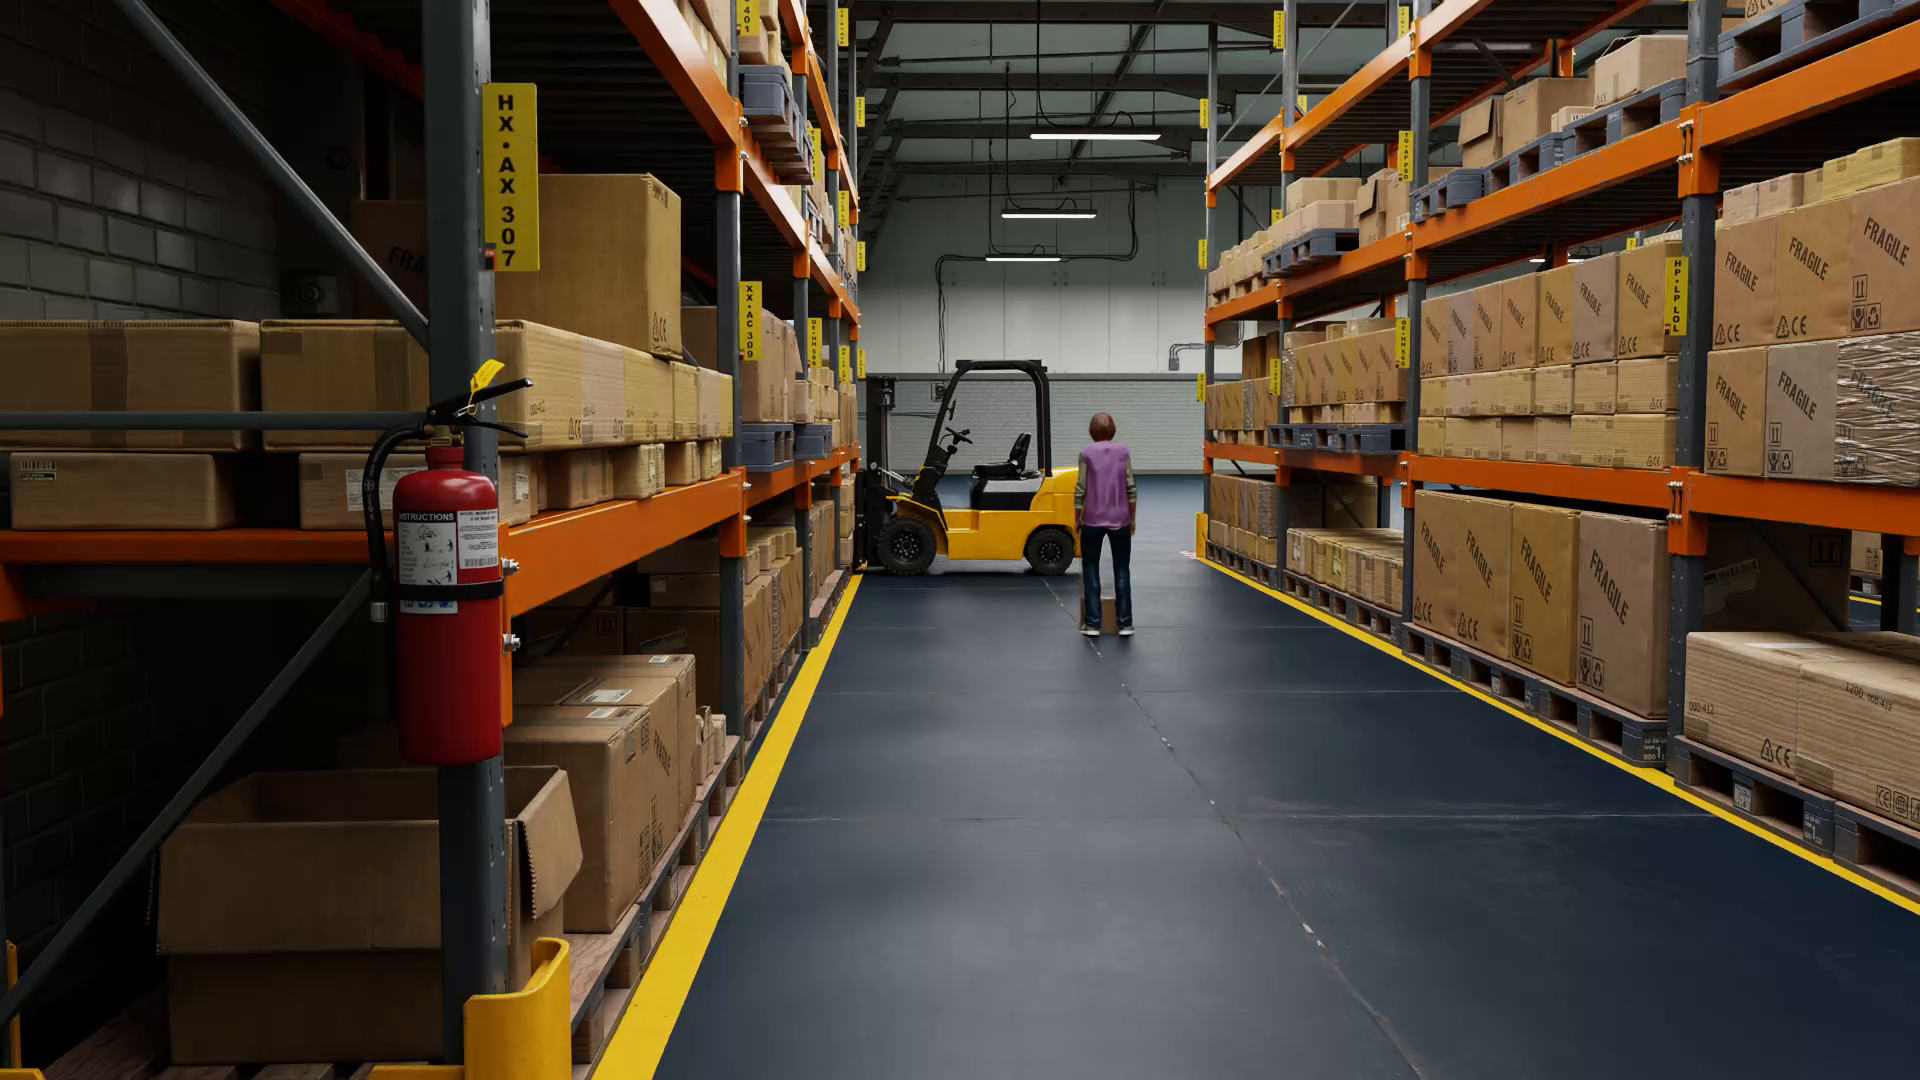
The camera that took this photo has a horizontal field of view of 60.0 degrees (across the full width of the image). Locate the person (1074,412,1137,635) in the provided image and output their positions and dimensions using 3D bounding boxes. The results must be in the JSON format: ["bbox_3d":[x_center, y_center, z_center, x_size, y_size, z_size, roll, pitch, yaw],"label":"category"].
[{"bbox_3d":[1.036,-0.110,11.848,0.467,1.590,0.346,0,4,-4],"label":"person"}]
